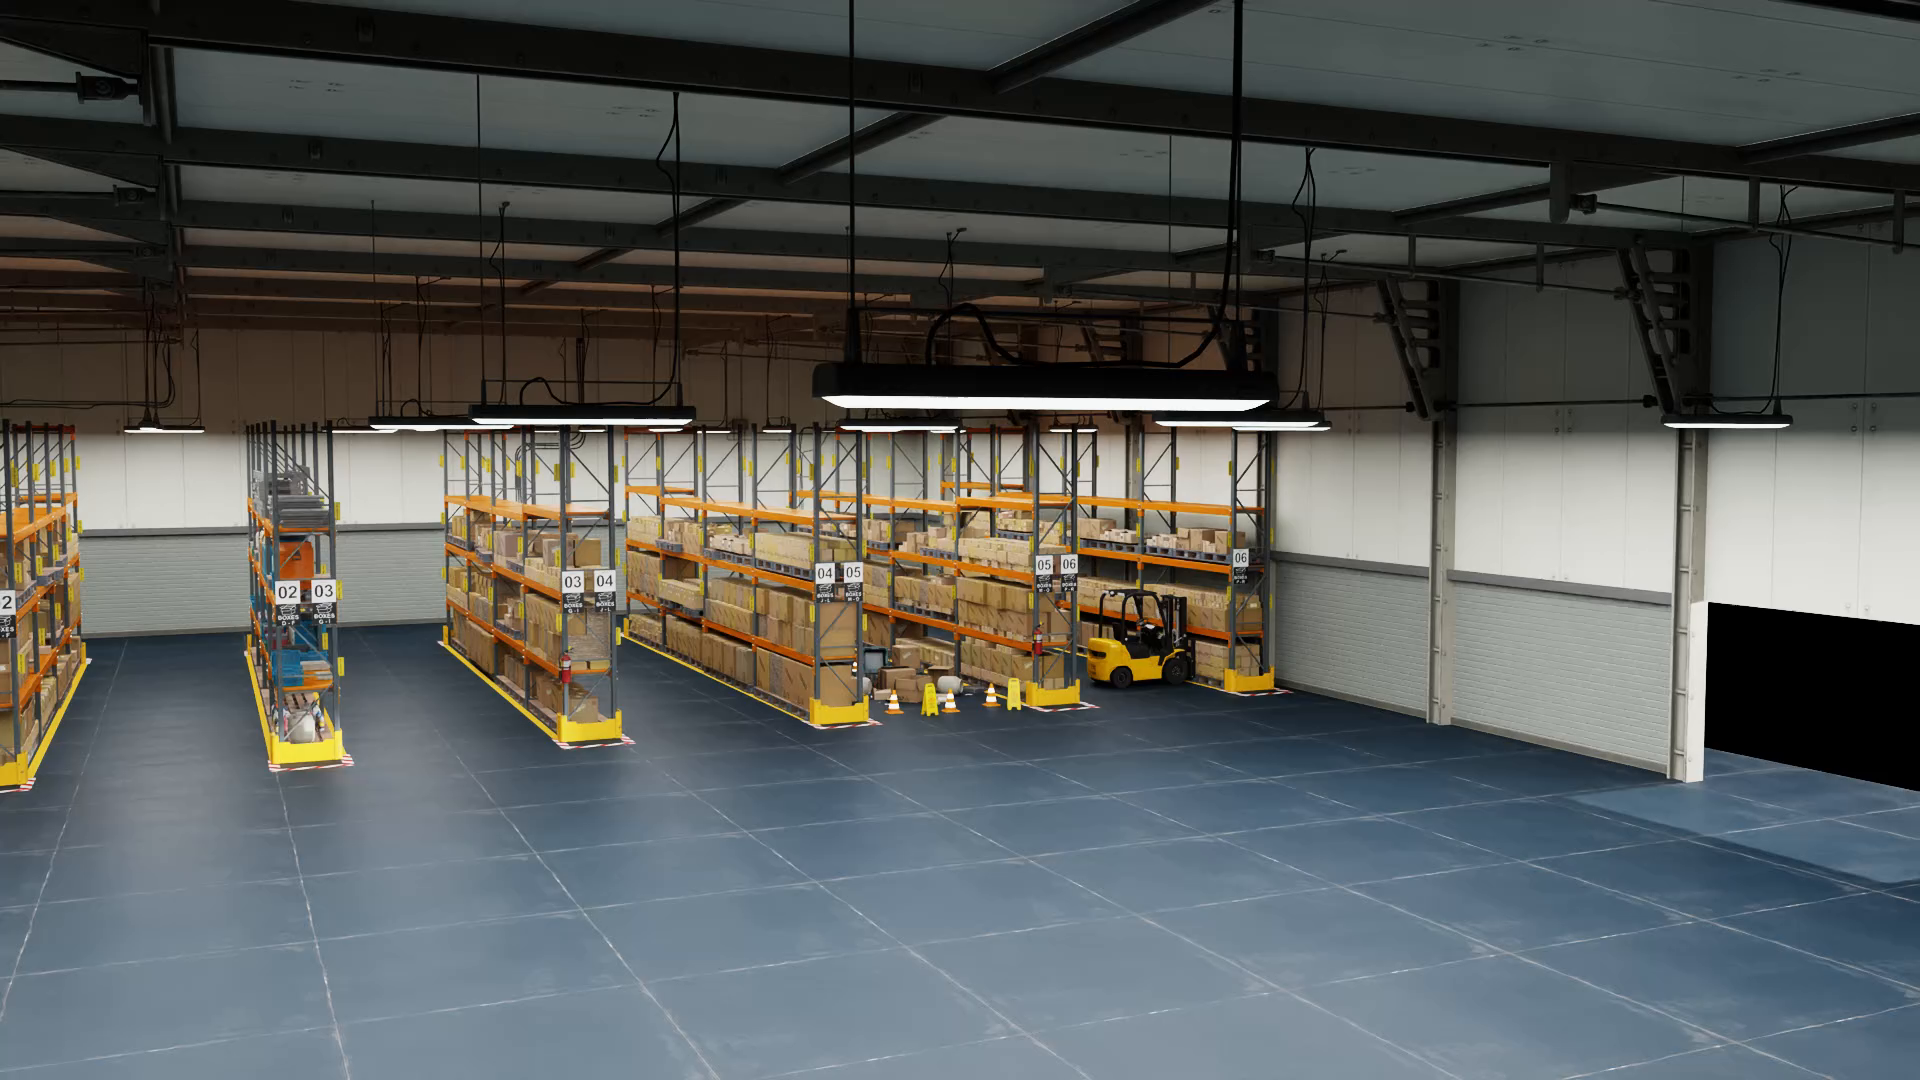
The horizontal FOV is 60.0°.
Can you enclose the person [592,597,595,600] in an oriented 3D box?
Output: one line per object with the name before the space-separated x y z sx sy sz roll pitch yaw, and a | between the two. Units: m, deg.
person | -9.442 2.180 43.791 0.454 1.588 0.656 -2 4 -34
